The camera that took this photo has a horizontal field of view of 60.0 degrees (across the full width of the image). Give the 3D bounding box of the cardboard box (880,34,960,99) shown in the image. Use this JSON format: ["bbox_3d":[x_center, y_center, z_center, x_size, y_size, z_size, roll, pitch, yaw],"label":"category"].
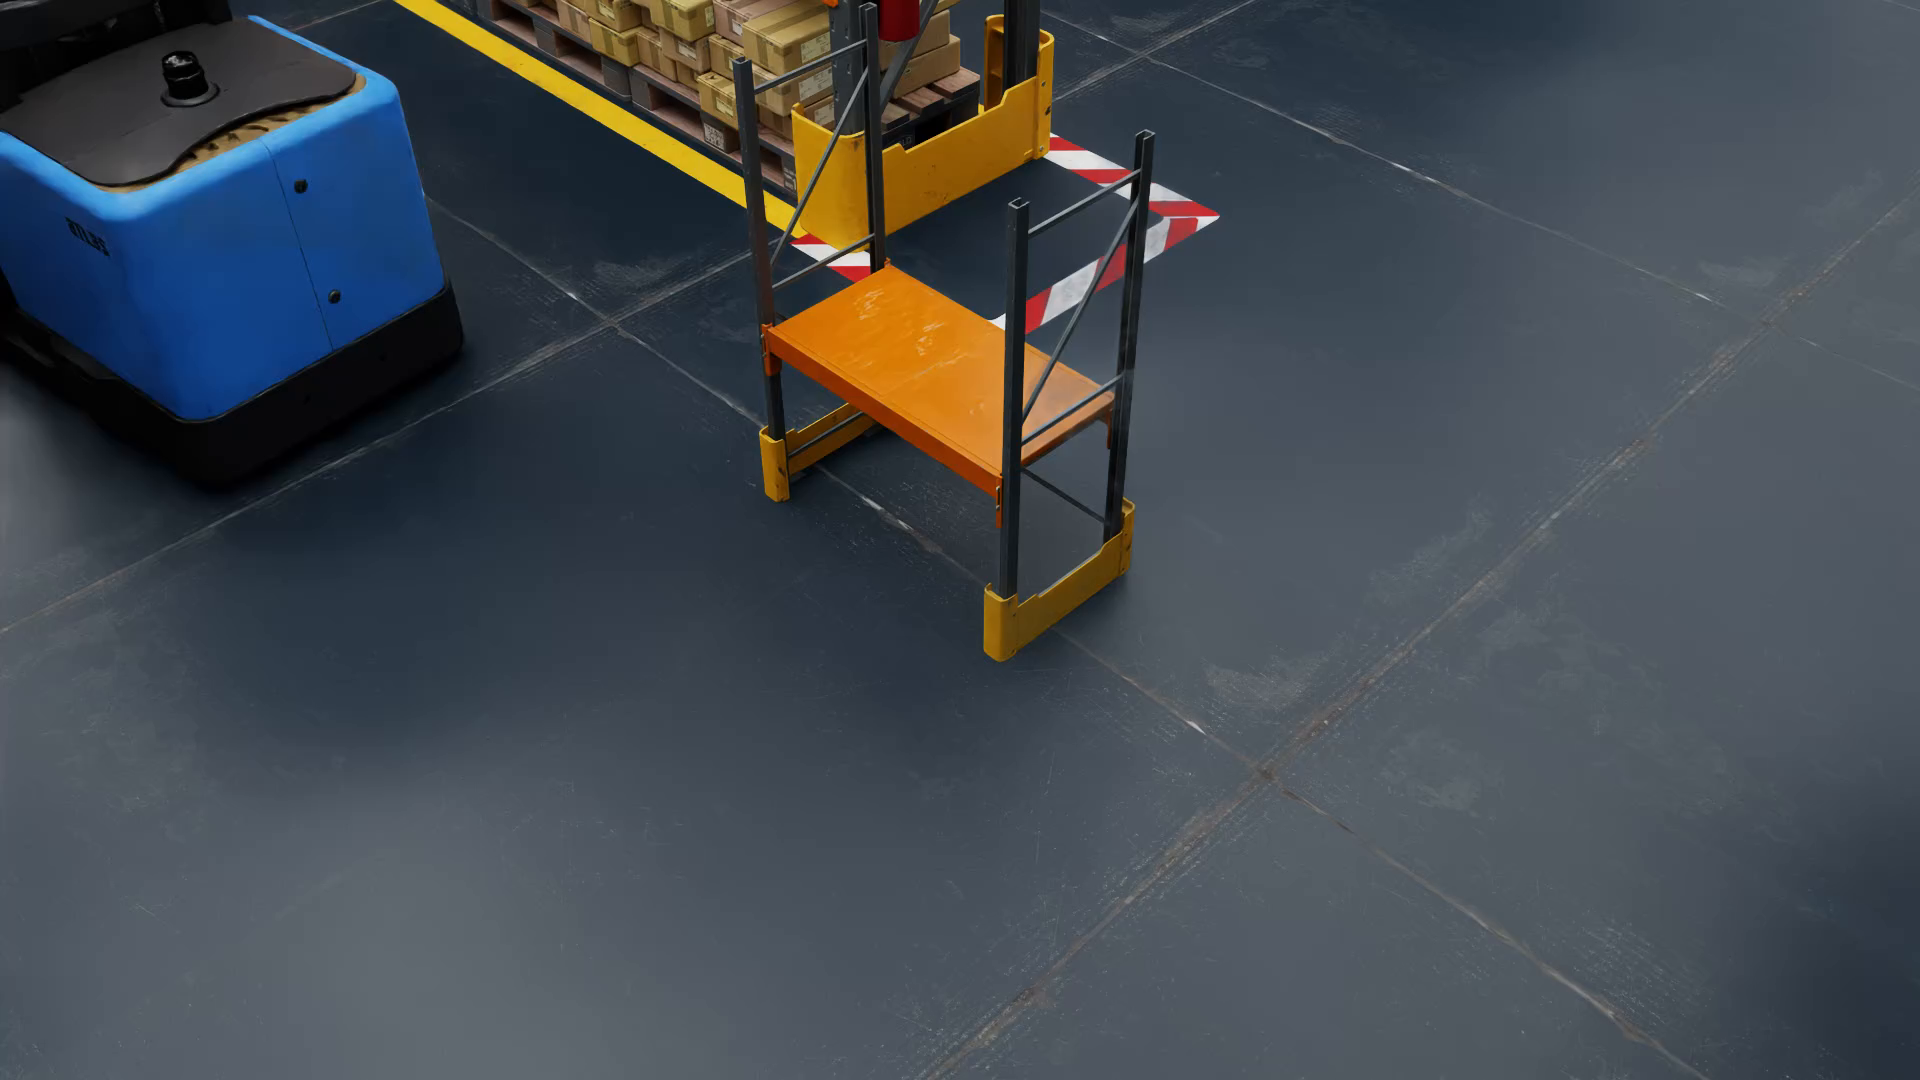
[{"bbox_3d":[-0.219,-2.034,7.032,0.380,0.149,0.250,-33,52,-31],"label":"cardboard box"}]

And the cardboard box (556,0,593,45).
[{"bbox_3d":[-1.560,-2.371,7.397,0.380,0.149,0.250,-33,52,-31],"label":"cardboard box"}]

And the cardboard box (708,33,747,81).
[{"bbox_3d":[-0.796,-2.006,6.783,0.250,0.149,0.380,33,52,31],"label":"cardboard box"}]

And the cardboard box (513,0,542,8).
[{"bbox_3d":[-1.925,-2.618,7.664,0.250,0.149,0.380,33,52,30],"label":"cardboard box"}]

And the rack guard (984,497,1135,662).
[{"bbox_3d":[0.298,0.111,4.946,0.587,0.250,0.087,-34,53,-31],"label":"rack guard"}]

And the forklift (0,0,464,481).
[{"bbox_3d":[-3.230,-2.101,5.364,3.031,2.935,1.130,28,50,27],"label":"forklift"}]

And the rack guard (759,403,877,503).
[{"bbox_3d":[-0.406,-0.368,5.464,0.587,0.250,0.087,-34,53,-31],"label":"rack guard"}]

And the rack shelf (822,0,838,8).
[{"bbox_3d":[-1.488,-3.218,7.053,1.077,0.370,4.000,-34,53,-31],"label":"rack shelf"}]

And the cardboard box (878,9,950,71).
[{"bbox_3d":[-0.263,-2.113,6.898,0.380,0.149,0.250,-32,51,-30],"label":"cardboard box"}]

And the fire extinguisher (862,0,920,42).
[{"bbox_3d":[-0.224,-2.014,5.551,0.296,0.674,0.183,-34,53,-31],"label":"fire extinguisher"}]

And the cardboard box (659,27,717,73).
[{"bbox_3d":[-1.018,-2.103,6.888,0.250,0.149,0.380,32,52,30],"label":"cardboard box"}]

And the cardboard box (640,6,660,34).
[{"bbox_3d":[-1.135,-2.282,7.081,0.250,0.149,0.380,34,52,31],"label":"cardboard box"}]

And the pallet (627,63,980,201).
[{"bbox_3d":[-0.678,-1.941,7.195,1.003,0.211,1.213,-34,53,-31],"label":"pallet"}]

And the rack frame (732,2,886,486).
[{"bbox_3d":[-0.419,-0.836,5.050,0.500,1.500,0.032,-34,53,-31],"label":"rack frame"}]

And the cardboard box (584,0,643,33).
[{"bbox_3d":[-1.393,-2.346,7.151,0.380,0.149,0.250,-33,52,-31],"label":"cardboard box"}]

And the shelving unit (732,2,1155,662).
[{"bbox_3d":[-0.054,-0.587,4.781,0.587,1.500,1.083,-34,53,-31],"label":"shelving unit"}]

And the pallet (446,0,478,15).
[{"bbox_3d":[-2.401,-3.114,8.464,1.003,0.211,1.213,-34,53,-31],"label":"pallet"}]

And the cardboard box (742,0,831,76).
[{"bbox_3d":[-0.628,-1.980,6.535,0.380,0.149,0.250,-33,52,-31],"label":"cardboard box"}]

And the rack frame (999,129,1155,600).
[{"bbox_3d":[0.299,-0.348,4.521,0.500,1.500,0.032,-34,53,-31],"label":"rack frame"}]

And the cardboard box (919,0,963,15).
[{"bbox_3d":[-0.205,-2.262,6.840,0.250,0.149,0.380,32,51,30],"label":"cardboard box"}]

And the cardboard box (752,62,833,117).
[{"bbox_3d":[-0.650,-1.855,6.619,0.250,0.149,0.380,33,52,30],"label":"cardboard box"}]

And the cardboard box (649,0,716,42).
[{"bbox_3d":[-1.038,-2.192,6.765,0.250,0.149,0.380,33,52,31],"label":"cardboard box"}]

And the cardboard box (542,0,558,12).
[{"bbox_3d":[-1.686,-2.528,7.567,0.380,0.149,0.250,-33,52,-30],"label":"cardboard box"}]

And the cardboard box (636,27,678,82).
[{"bbox_3d":[-1.157,-2.137,7.144,0.380,0.149,0.250,-34,52,-31],"label":"cardboard box"}]

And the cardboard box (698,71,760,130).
[{"bbox_3d":[-0.848,-1.857,6.840,0.380,0.149,0.250,-32,52,-30],"label":"cardboard box"}]

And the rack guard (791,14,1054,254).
[{"bbox_3d":[-0.129,-1.640,6.656,1.175,0.500,0.348,-34,53,-31],"label":"rack guard"}]

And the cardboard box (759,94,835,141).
[{"bbox_3d":[-0.595,-1.782,6.759,0.380,0.149,0.250,-33,52,-31],"label":"cardboard box"}]

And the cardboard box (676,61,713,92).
[{"bbox_3d":[-0.973,-2.025,7.022,0.250,0.149,0.380,34,52,31],"label":"cardboard box"}]

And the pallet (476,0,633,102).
[{"bbox_3d":[-1.535,-2.527,7.829,1.003,0.211,1.213,-34,53,-31],"label":"pallet"}]

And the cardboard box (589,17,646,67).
[{"bbox_3d":[-1.382,-2.230,7.244,0.250,0.149,0.380,32,51,30],"label":"cardboard box"}]

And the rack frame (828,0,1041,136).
[{"bbox_3d":[-0.075,-2.521,5.768,1.000,3.000,0.127,-34,53,-31],"label":"rack frame"}]

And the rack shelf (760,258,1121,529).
[{"bbox_3d":[-0.060,-0.460,4.907,0.538,0.185,1.000,-34,53,-31],"label":"rack shelf"}]

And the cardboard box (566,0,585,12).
[{"bbox_3d":[-1.561,-2.478,7.294,0.380,0.149,0.250,-31,51,-29],"label":"cardboard box"}]

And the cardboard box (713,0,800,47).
[{"bbox_3d":[-0.765,-2.128,6.696,0.380,0.149,0.250,-33,52,-31],"label":"cardboard box"}]

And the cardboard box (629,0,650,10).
[{"bbox_3d":[-1.176,-2.347,6.932,0.250,0.149,0.380,32,52,30],"label":"cardboard box"}]
